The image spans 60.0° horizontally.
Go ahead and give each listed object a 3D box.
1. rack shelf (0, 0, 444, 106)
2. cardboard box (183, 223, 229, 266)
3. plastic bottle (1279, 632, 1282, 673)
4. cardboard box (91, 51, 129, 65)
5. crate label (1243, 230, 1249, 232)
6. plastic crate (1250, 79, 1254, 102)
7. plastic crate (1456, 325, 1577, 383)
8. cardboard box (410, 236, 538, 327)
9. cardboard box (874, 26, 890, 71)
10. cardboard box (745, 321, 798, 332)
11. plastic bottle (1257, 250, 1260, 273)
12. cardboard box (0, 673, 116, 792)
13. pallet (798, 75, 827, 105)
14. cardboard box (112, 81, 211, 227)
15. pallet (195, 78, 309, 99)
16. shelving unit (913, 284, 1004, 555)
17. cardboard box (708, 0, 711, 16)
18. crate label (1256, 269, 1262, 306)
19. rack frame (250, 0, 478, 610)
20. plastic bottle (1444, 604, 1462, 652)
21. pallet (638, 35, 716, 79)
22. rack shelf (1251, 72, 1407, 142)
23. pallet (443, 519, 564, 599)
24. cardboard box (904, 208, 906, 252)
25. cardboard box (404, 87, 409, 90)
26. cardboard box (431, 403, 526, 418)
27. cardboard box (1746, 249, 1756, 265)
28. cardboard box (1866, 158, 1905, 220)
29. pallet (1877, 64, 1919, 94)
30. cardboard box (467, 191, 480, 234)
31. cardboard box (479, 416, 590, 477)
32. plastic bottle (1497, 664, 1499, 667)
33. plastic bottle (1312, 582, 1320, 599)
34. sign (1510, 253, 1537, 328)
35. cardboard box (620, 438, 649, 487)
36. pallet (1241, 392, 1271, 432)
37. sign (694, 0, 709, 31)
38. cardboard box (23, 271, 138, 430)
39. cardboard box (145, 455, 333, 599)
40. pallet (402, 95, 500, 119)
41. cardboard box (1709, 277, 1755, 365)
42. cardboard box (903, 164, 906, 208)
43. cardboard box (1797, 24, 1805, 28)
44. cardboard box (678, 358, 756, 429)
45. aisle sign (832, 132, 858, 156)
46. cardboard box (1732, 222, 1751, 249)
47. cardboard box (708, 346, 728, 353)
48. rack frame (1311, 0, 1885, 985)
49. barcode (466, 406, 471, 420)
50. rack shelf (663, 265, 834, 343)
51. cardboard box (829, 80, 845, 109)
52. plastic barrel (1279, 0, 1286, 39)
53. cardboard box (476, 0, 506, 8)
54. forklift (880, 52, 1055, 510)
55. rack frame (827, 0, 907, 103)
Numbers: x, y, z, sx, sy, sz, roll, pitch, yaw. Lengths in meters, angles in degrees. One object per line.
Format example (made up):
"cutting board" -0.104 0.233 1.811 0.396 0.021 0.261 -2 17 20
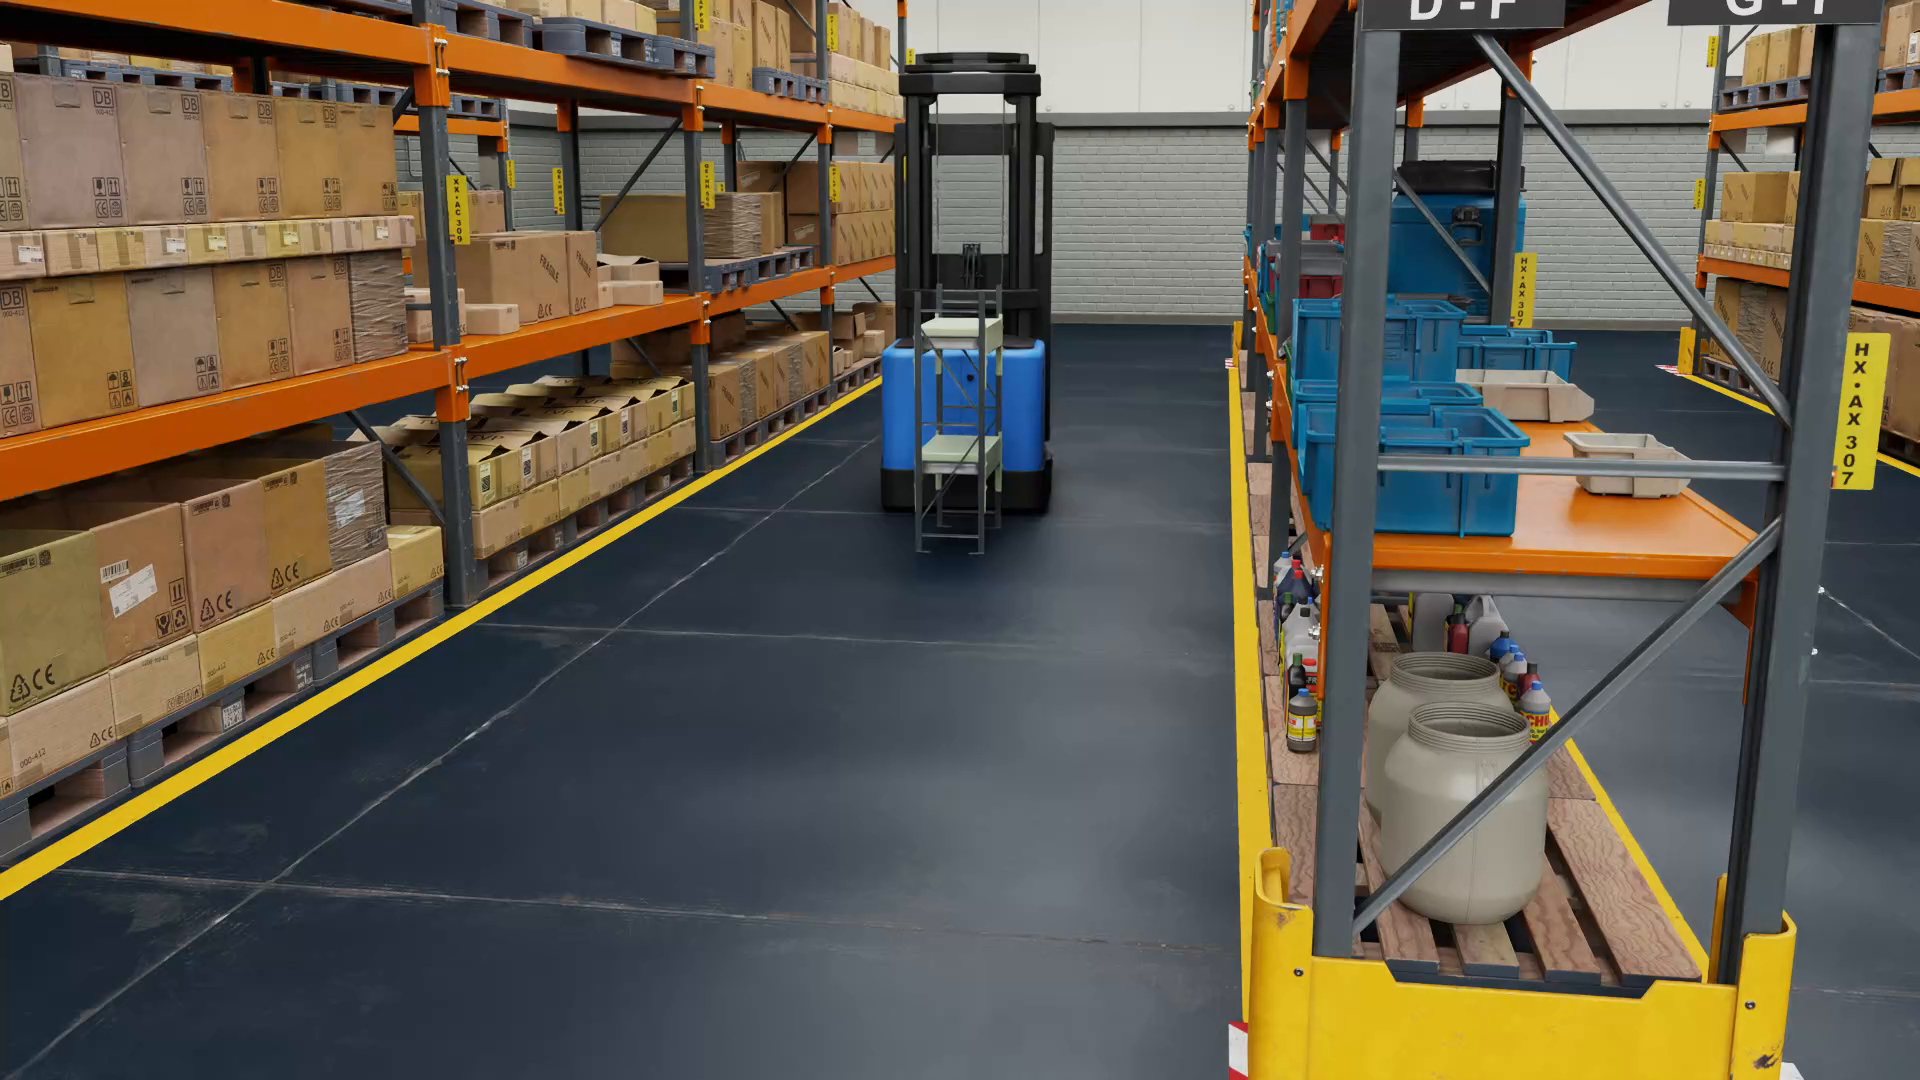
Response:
"rack shelf" -3.270 -1.842 6.007 1.077 0.370 4.000 2 12 9
"cardboard box" -3.028 -1.126 6.323 0.380 0.149 0.250 2 12 11
"plastic bottle" 1.301 0.423 6.510 0.097 0.201 0.097 0 12 0
"cardboard box" -7.196 -4.081 13.408 0.700 0.500 0.500 1 12 6
"crate label" 3.413 -3.387 18.845 0.416 0.233 0.303 2 12 9
"plastic crate" 3.270 -4.607 17.279 0.504 0.338 0.767 2 12 9
"plastic crate" 2.029 -0.670 6.337 0.499 0.251 0.616 2 12 9
"cardboard box" -2.748 -1.461 9.417 0.500 0.500 0.500 3 12 13
"cardboard box" -1.180 -5.538 18.840 0.700 0.500 0.500 2 12 9
"cardboard box" -1.925 -1.930 16.717 0.500 0.500 0.500 2 12 9
"plastic bottle" 2.613 -2.401 14.321 0.097 0.271 0.097 0 12 0
"cardboard box" -3.202 0.619 5.529 0.500 0.250 0.500 2 12 9
"pallet" -1.902 -4.050 14.991 1.213 0.211 1.003 2 12 9
"cardboard box" -3.256 -1.421 6.148 0.700 0.500 0.500 2 12 9
"pallet" -6.720 -4.149 15.459 0.805 0.209 1.217 1 12 6
"shelving unit" -0.001 -0.732 9.829 0.431 1.500 0.755 2 12 9
"cardboard box" -2.196 -4.177 12.524 0.500 0.500 0.500 2 12 9
"crate label" 2.111 -1.658 10.962 0.303 0.233 0.416 2 12 9
"rack frame" -2.963 -1.144 8.180 1.000 3.000 0.127 2 12 9
"plastic bottle" 1.932 0.383 6.499 0.061 0.283 0.133 2 12 9
"pallet" -2.364 -3.206 11.078 1.213 0.211 1.003 2 12 11
"rack shelf" 2.854 -3.346 12.987 1.077 0.370 4.000 2 12 9
"pallet" -2.888 0.065 9.191 1.003 0.211 1.213 2 12 9
"cardboard box" -0.917 -3.588 19.287 0.500 0.500 0.500 2 12 10
"cardboard box" -6.097 -4.964 17.908 0.500 0.250 0.500 2 12 7
"cardboard box" -2.950 -0.689 10.270 0.500 0.311 0.500 2 12 8
"cardboard box" 8.055 -2.814 16.525 0.380 0.149 0.250 2 12 7
"cardboard box" 7.965 -2.893 13.680 0.797 0.503 0.637 2 12 7
"pallet" 7.963 -3.667 13.225 0.805 0.209 1.217 1 12 6
"cardboard box" -6.182 -3.690 19.282 0.980 0.700 0.700 2 12 8
"cardboard box" -2.493 -0.569 9.711 0.500 0.311 0.500 1 12 7
"plastic bottle" 1.986 0.523 6.044 0.097 0.201 0.097 0 12 0
"plastic bottle" 1.539 0.257 6.925 0.144 0.351 0.185 2 12 9
"sign" 2.473 -1.097 7.309 0.100 0.325 0.005 2 12 9
"cardboard box" -2.344 -0.508 10.760 0.500 0.250 0.500 2 12 10
"pallet" 3.002 -1.125 14.713 1.003 0.211 1.213 2 12 9
"sign" -1.800 -3.714 11.573 0.100 0.325 0.005 2 12 9
"cardboard box" -3.335 -0.669 5.741 0.700 0.500 0.500 2 12 9
"cardboard box" -2.980 -0.060 6.900 0.500 0.500 0.500 2 12 9
"pallet" -6.116 -5.070 19.487 1.003 0.211 1.213 2 12 9
"cardboard box" 8.651 -2.351 17.827 0.875 0.875 0.875 2 12 9
"cardboard box" -0.914 -4.078 19.184 0.500 0.500 0.500 2 12 8
"cardboard box" 8.350 -5.036 15.868 0.500 0.250 0.500 1 12 7
"cardboard box" -1.920 -1.164 13.164 0.500 0.500 0.500 1 12 7
"aisle sign" -1.397 -4.936 19.607 0.394 0.787 0.004 2 12 9
"cardboard box" 8.176 -3.088 16.851 0.500 0.250 0.500 1 12 7
"cardboard box" -2.281 -1.389 14.207 0.500 0.500 0.500 1 12 7
"rack frame" 1.316 -0.150 3.568 1.000 3.000 0.127 2 12 9
"barcode" -2.512 -0.646 8.479 0.001 0.075 0.075 2 12 9
"rack shelf" -2.040 -2.041 14.051 1.077 0.370 4.000 2 12 9
"cardboard box" -1.413 -4.295 16.039 0.500 0.250 0.500 2 12 9
"plastic barrel" 1.895 -2.943 8.218 0.600 0.901 0.600 0 12 0
"cardboard box" -2.777 -2.984 8.960 0.500 0.250 0.500 1 12 3
"forklift" 0.110 -1.886 11.789 1.130 2.935 3.031 1 12 4
"rack frame" -1.117 -6.574 19.139 1.000 3.000 0.127 2 12 9
